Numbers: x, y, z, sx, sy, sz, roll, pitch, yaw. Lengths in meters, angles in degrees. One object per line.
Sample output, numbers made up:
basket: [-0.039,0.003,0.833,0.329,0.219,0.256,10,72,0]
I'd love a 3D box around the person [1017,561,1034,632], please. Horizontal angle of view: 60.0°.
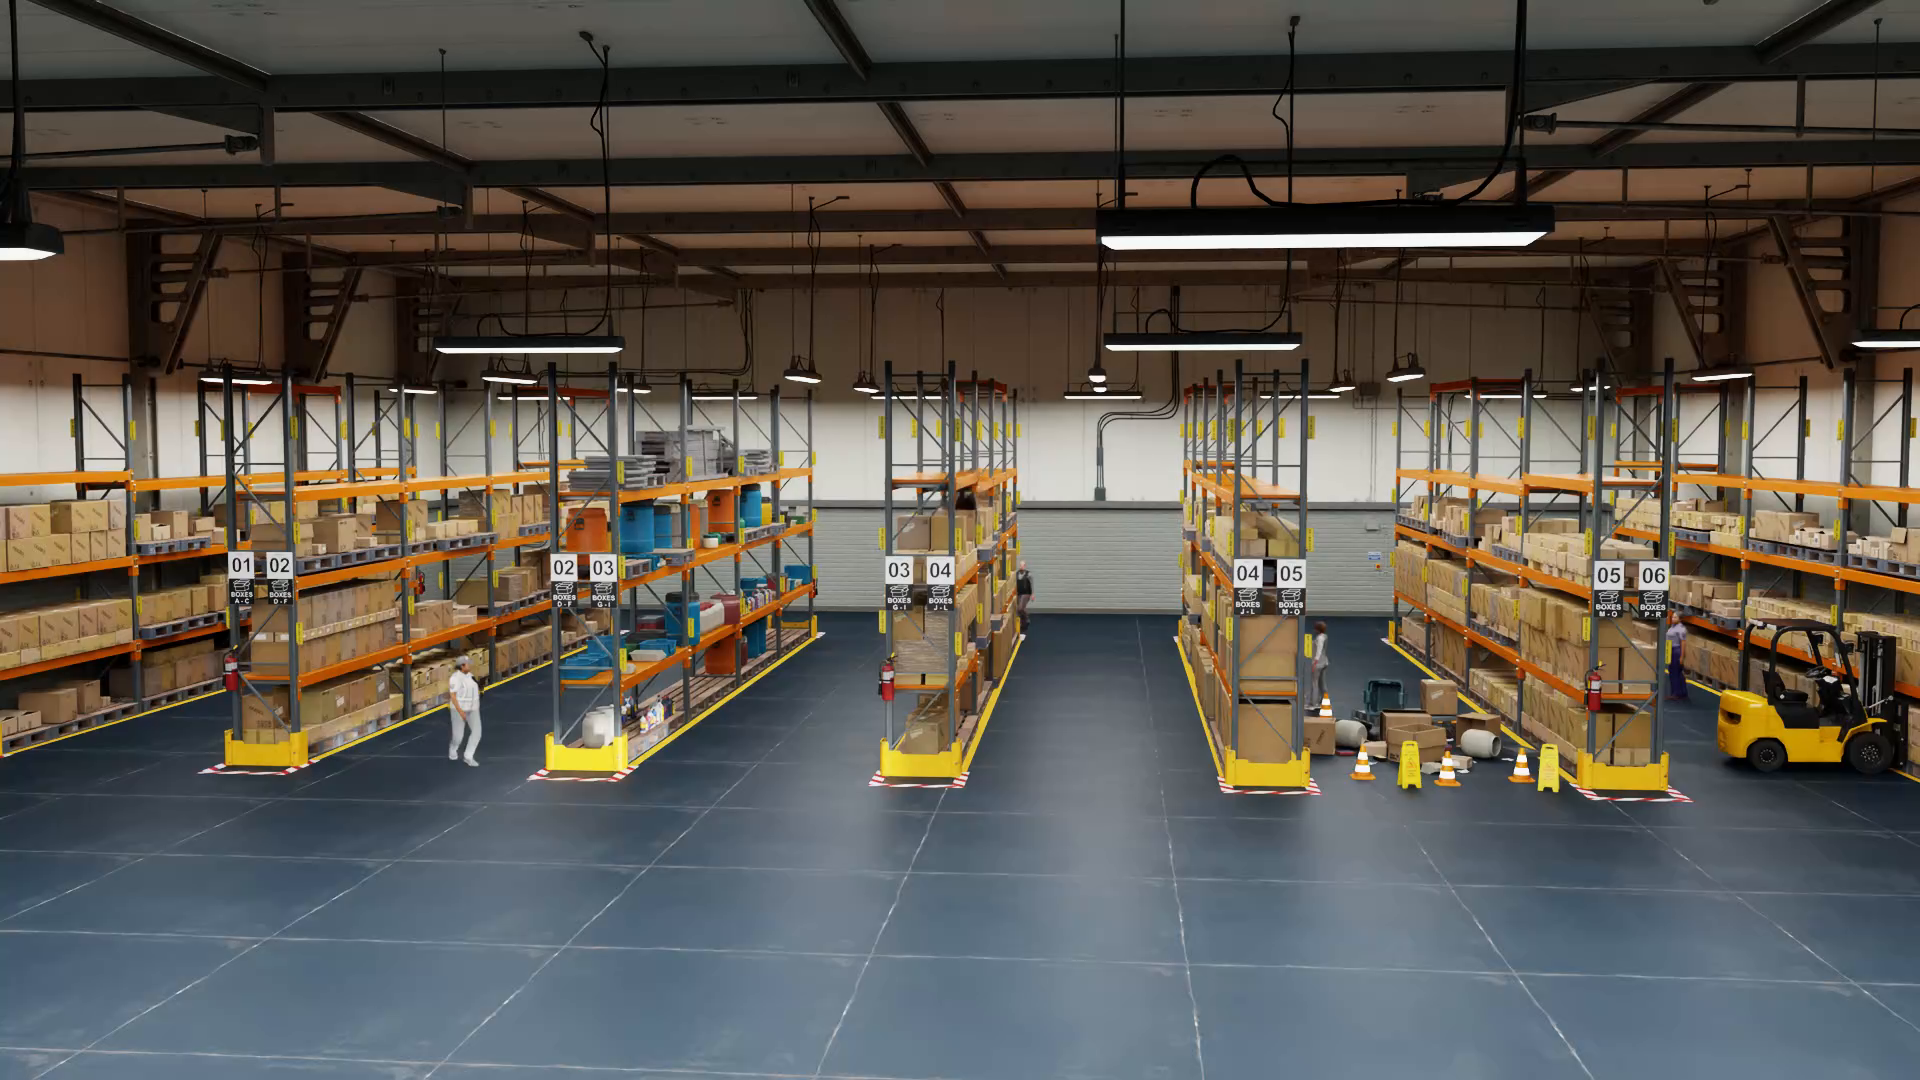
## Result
person: [1.536,1.406,41.616,0.492,1.754,0.507,-3,5,-38]

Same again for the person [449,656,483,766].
person: [-7.443,2.561,25.011,0.619,1.633,0.554,3,5,43]

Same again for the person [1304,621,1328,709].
person: [6.390,2.252,29.838,0.398,1.605,0.503,2,4,32]

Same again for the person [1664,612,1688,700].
person: [13.340,2.154,30.968,0.443,1.649,0.505,2,4,24]
